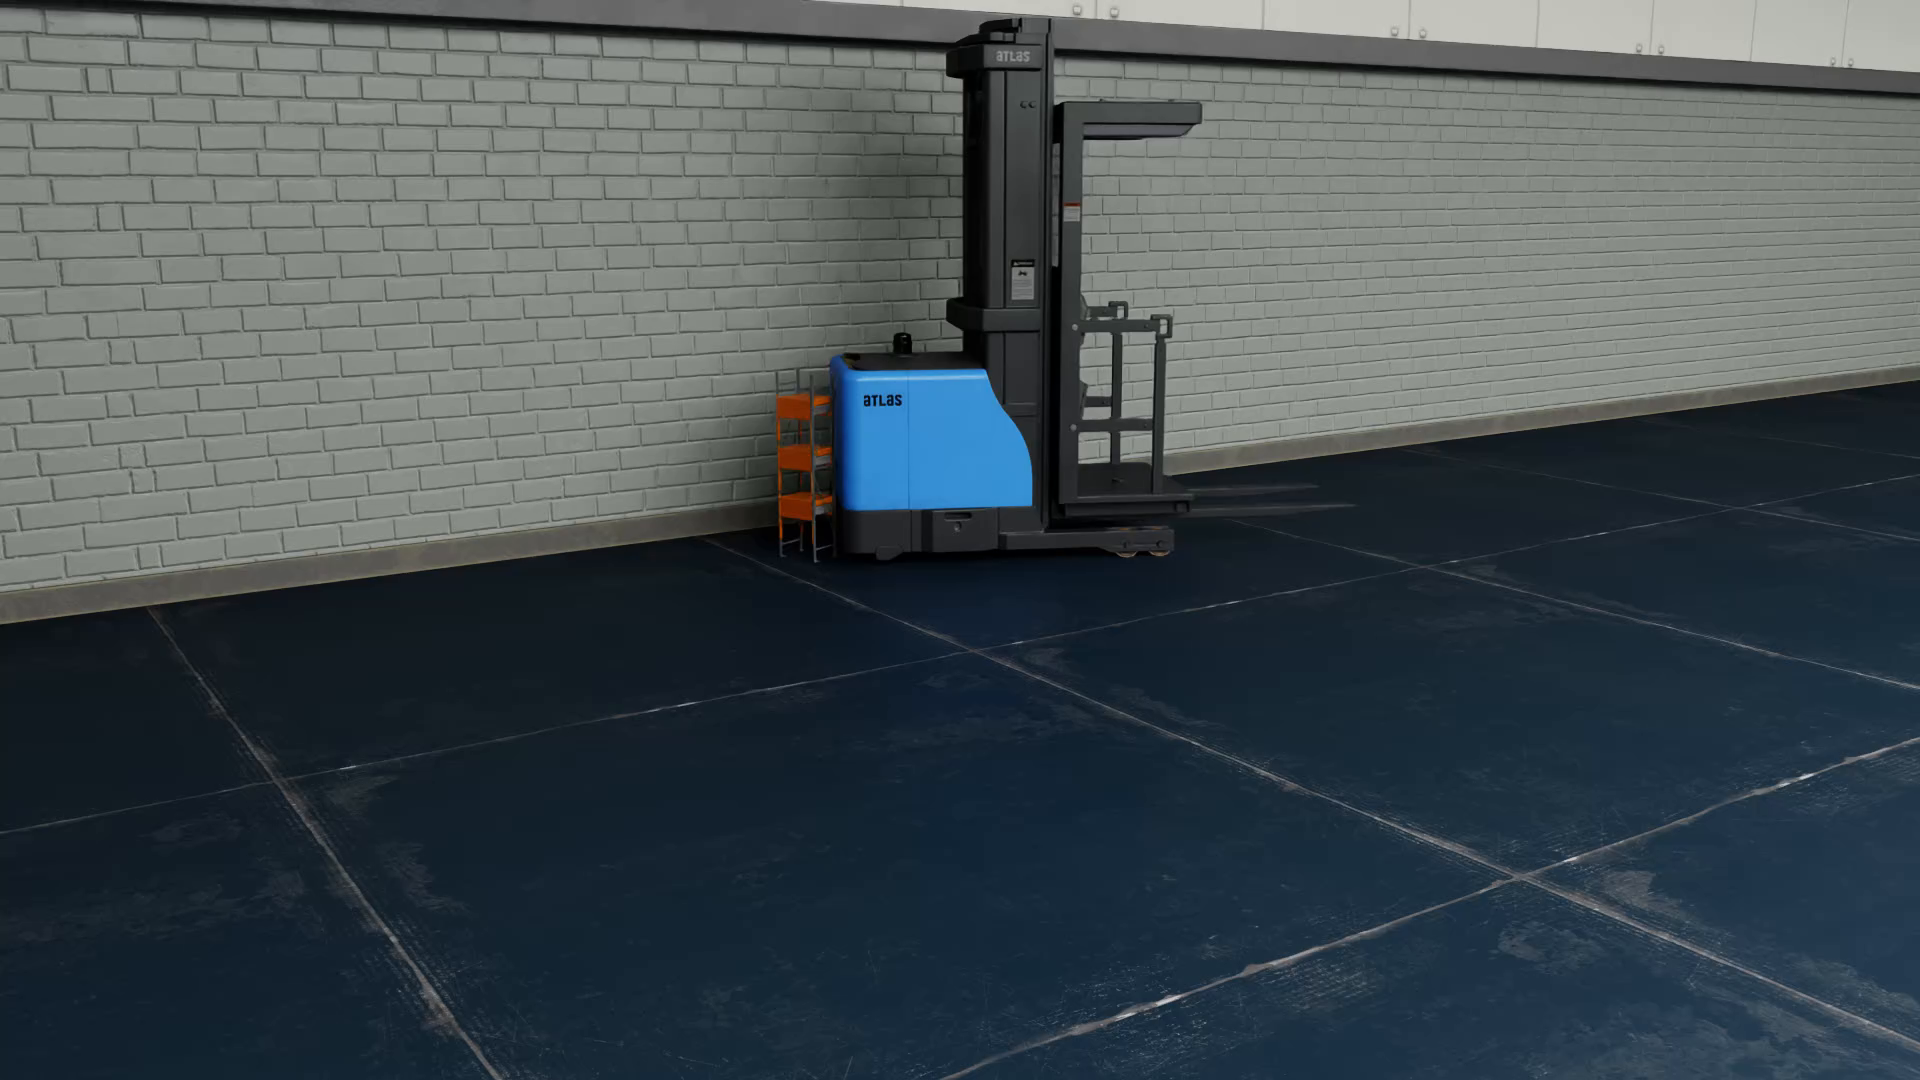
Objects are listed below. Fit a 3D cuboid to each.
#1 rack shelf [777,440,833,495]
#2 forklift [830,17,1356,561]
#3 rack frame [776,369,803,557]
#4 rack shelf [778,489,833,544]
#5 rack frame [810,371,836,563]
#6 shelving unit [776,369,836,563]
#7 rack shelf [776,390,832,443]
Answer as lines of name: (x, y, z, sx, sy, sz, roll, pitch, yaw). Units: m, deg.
rack shelf: (-0.861, -0.408, 9.316, 0.240, 0.259, 0.215, 8, 15, 33)
forklift: (0.776, -1.441, 9.588, 3.031, 2.935, 1.130, -2, 12, -8)
rack frame: (-0.962, -0.433, 9.380, 0.008, 1.050, 0.200, 8, 15, 33)
rack shelf: (-0.861, -0.136, 9.375, 0.240, 0.259, 0.215, 8, 15, 33)
rack frame: (-0.759, -0.404, 9.248, 0.008, 1.050, 0.200, 8, 15, 33)
shelving unit: (-0.861, -0.418, 9.314, 0.252, 1.050, 0.215, 8, 15, 33)
rack shelf: (-0.860, -0.685, 9.256, 0.240, 0.259, 0.215, 8, 15, 33)
